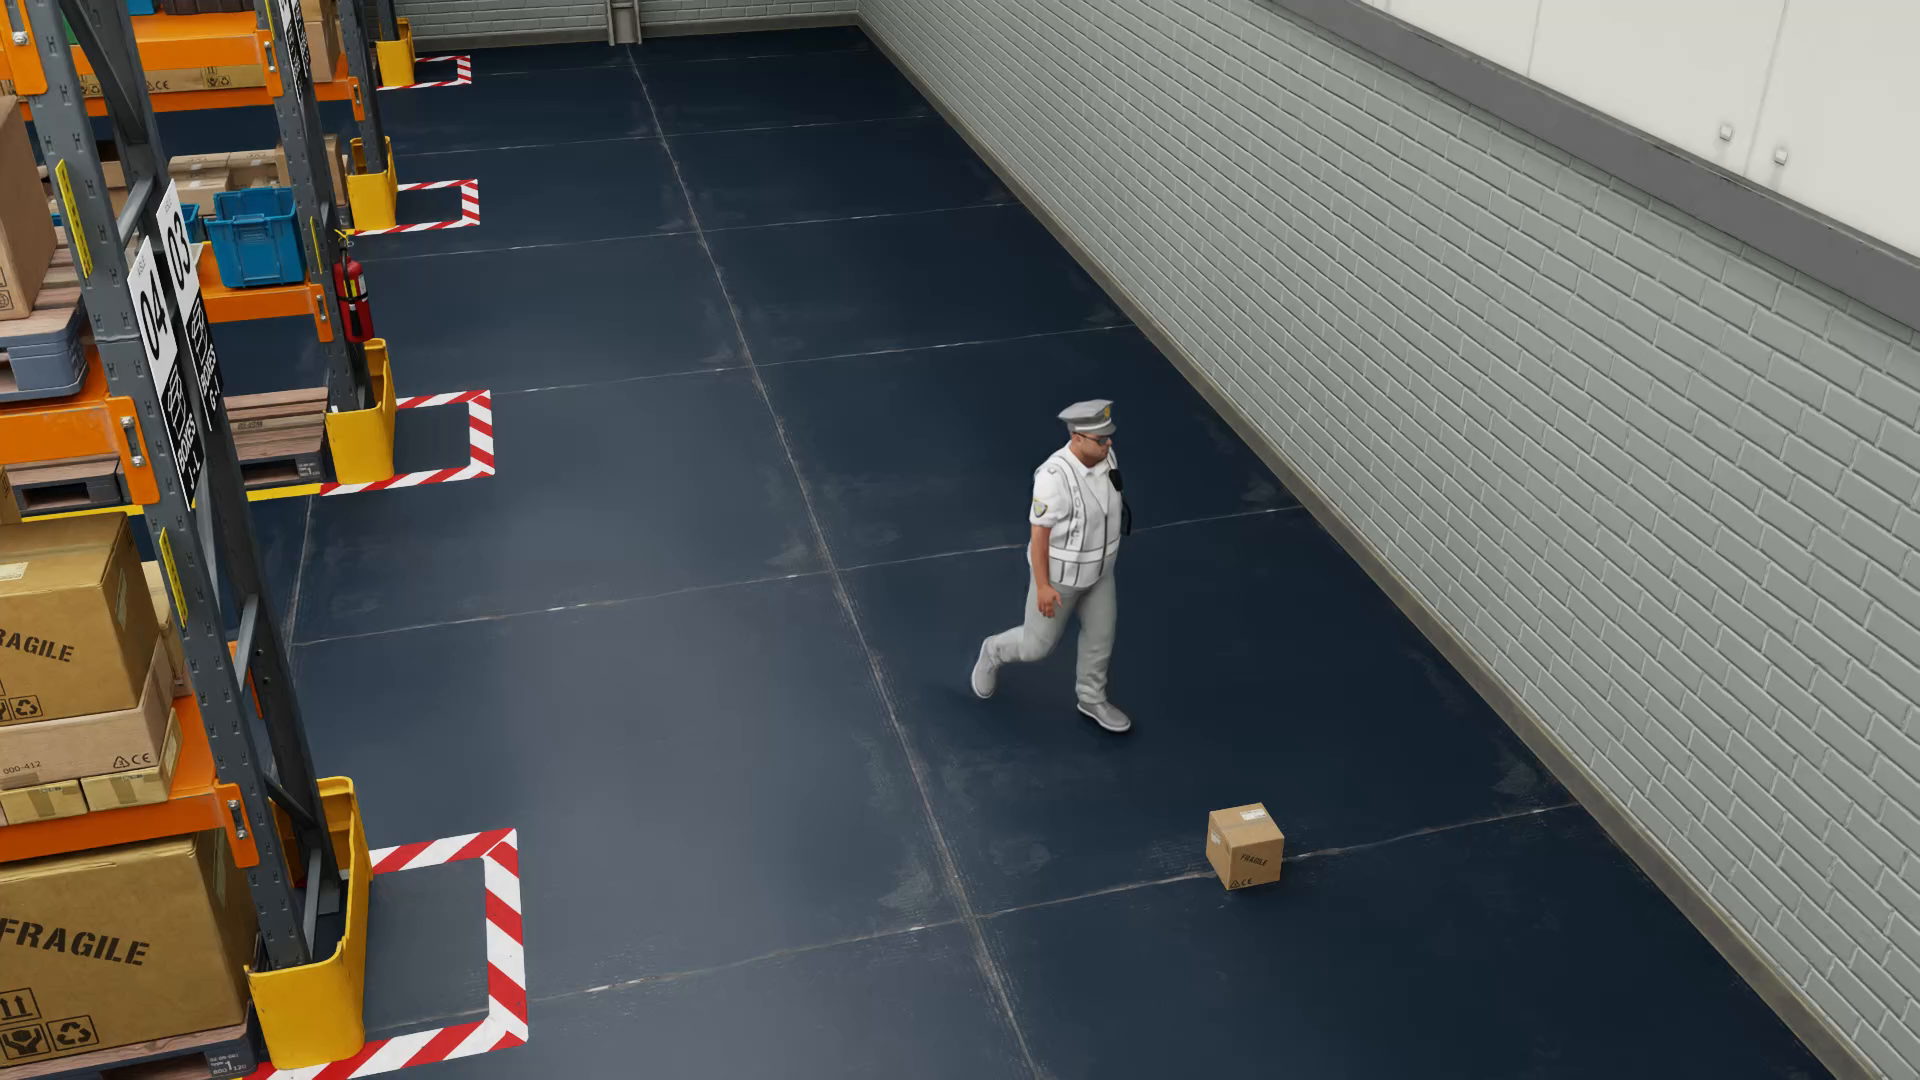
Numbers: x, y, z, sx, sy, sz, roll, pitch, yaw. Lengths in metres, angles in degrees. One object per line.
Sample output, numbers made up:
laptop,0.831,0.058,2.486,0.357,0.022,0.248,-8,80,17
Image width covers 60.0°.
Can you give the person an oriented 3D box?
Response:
person,0.472,0.094,8.022,0.586,1.750,0.810,-24,38,-35
